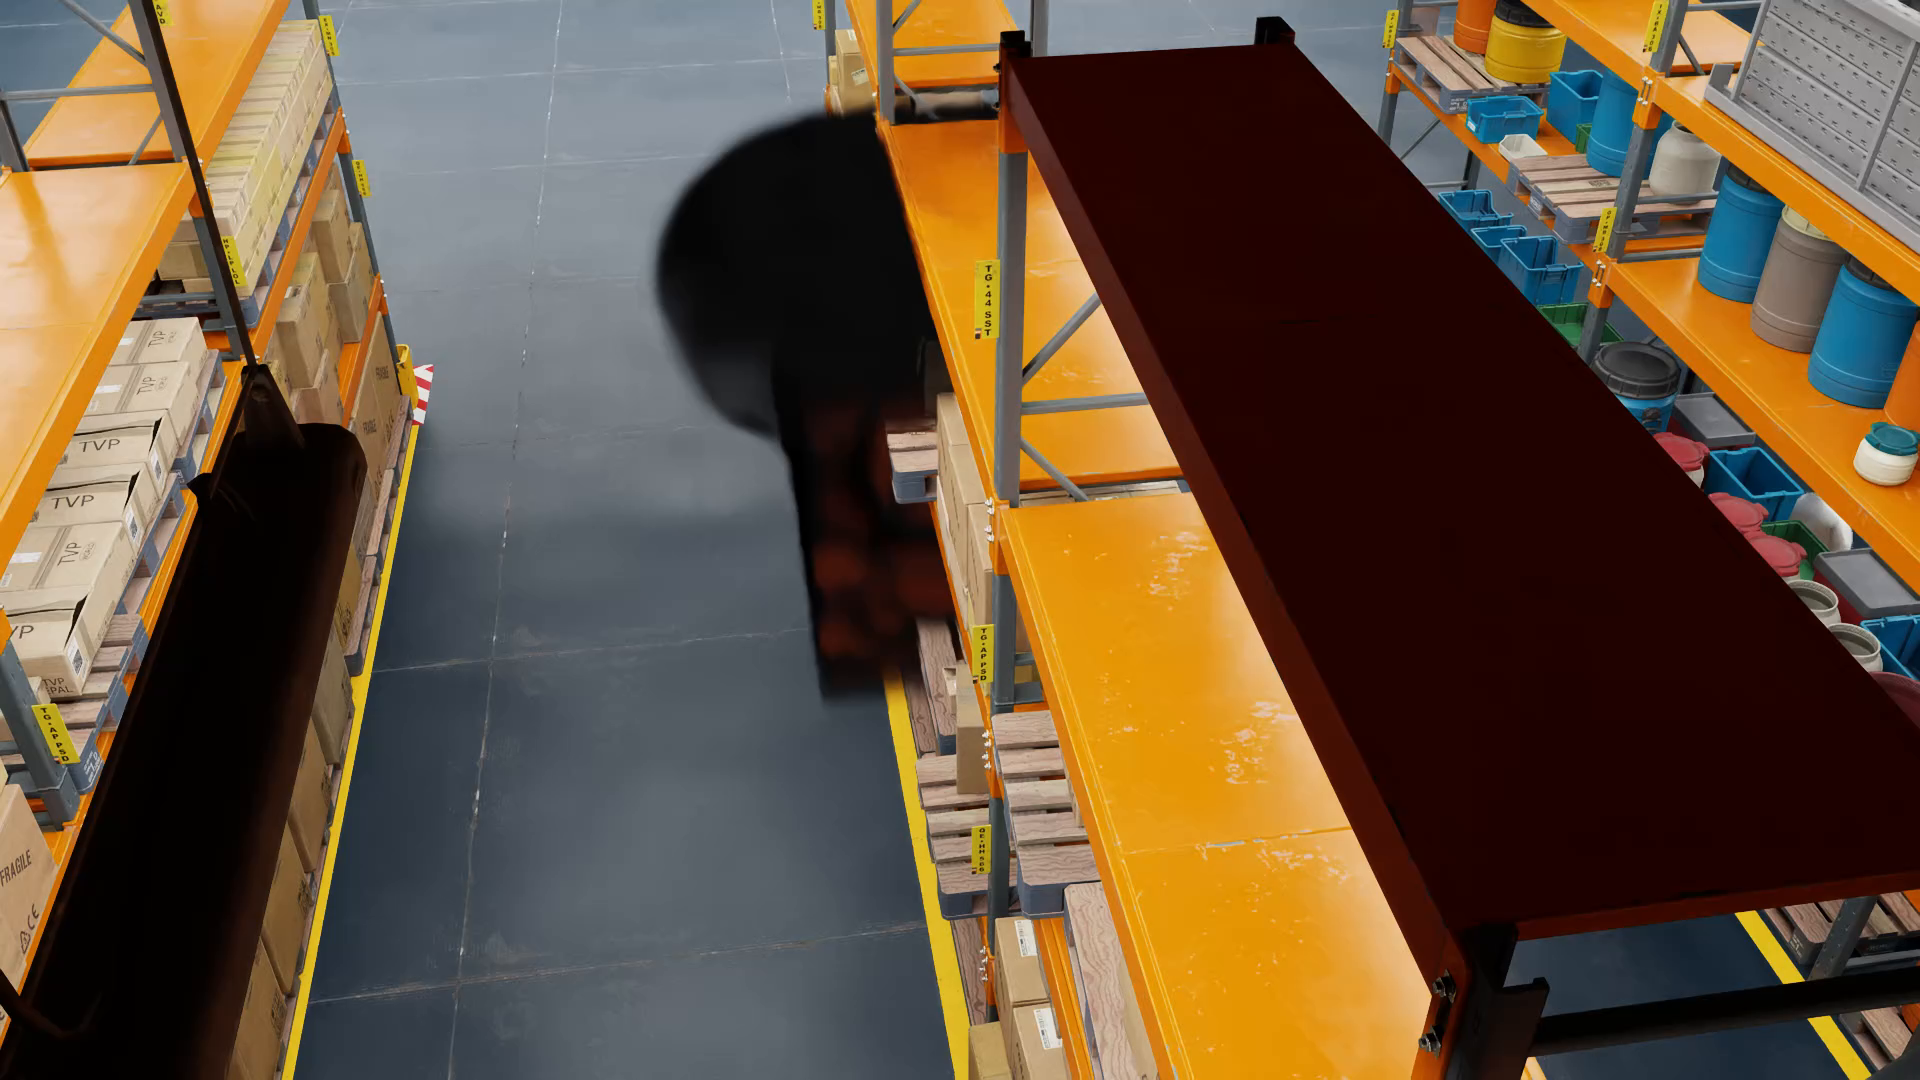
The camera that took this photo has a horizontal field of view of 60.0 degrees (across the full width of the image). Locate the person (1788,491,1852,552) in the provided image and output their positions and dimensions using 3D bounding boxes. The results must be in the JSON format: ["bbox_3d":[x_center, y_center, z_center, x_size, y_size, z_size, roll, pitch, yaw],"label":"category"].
[{"bbox_3d":[5.841,0.272,11.636,0.793,1.713,0.870,-16,39,-21],"label":"person"}]
